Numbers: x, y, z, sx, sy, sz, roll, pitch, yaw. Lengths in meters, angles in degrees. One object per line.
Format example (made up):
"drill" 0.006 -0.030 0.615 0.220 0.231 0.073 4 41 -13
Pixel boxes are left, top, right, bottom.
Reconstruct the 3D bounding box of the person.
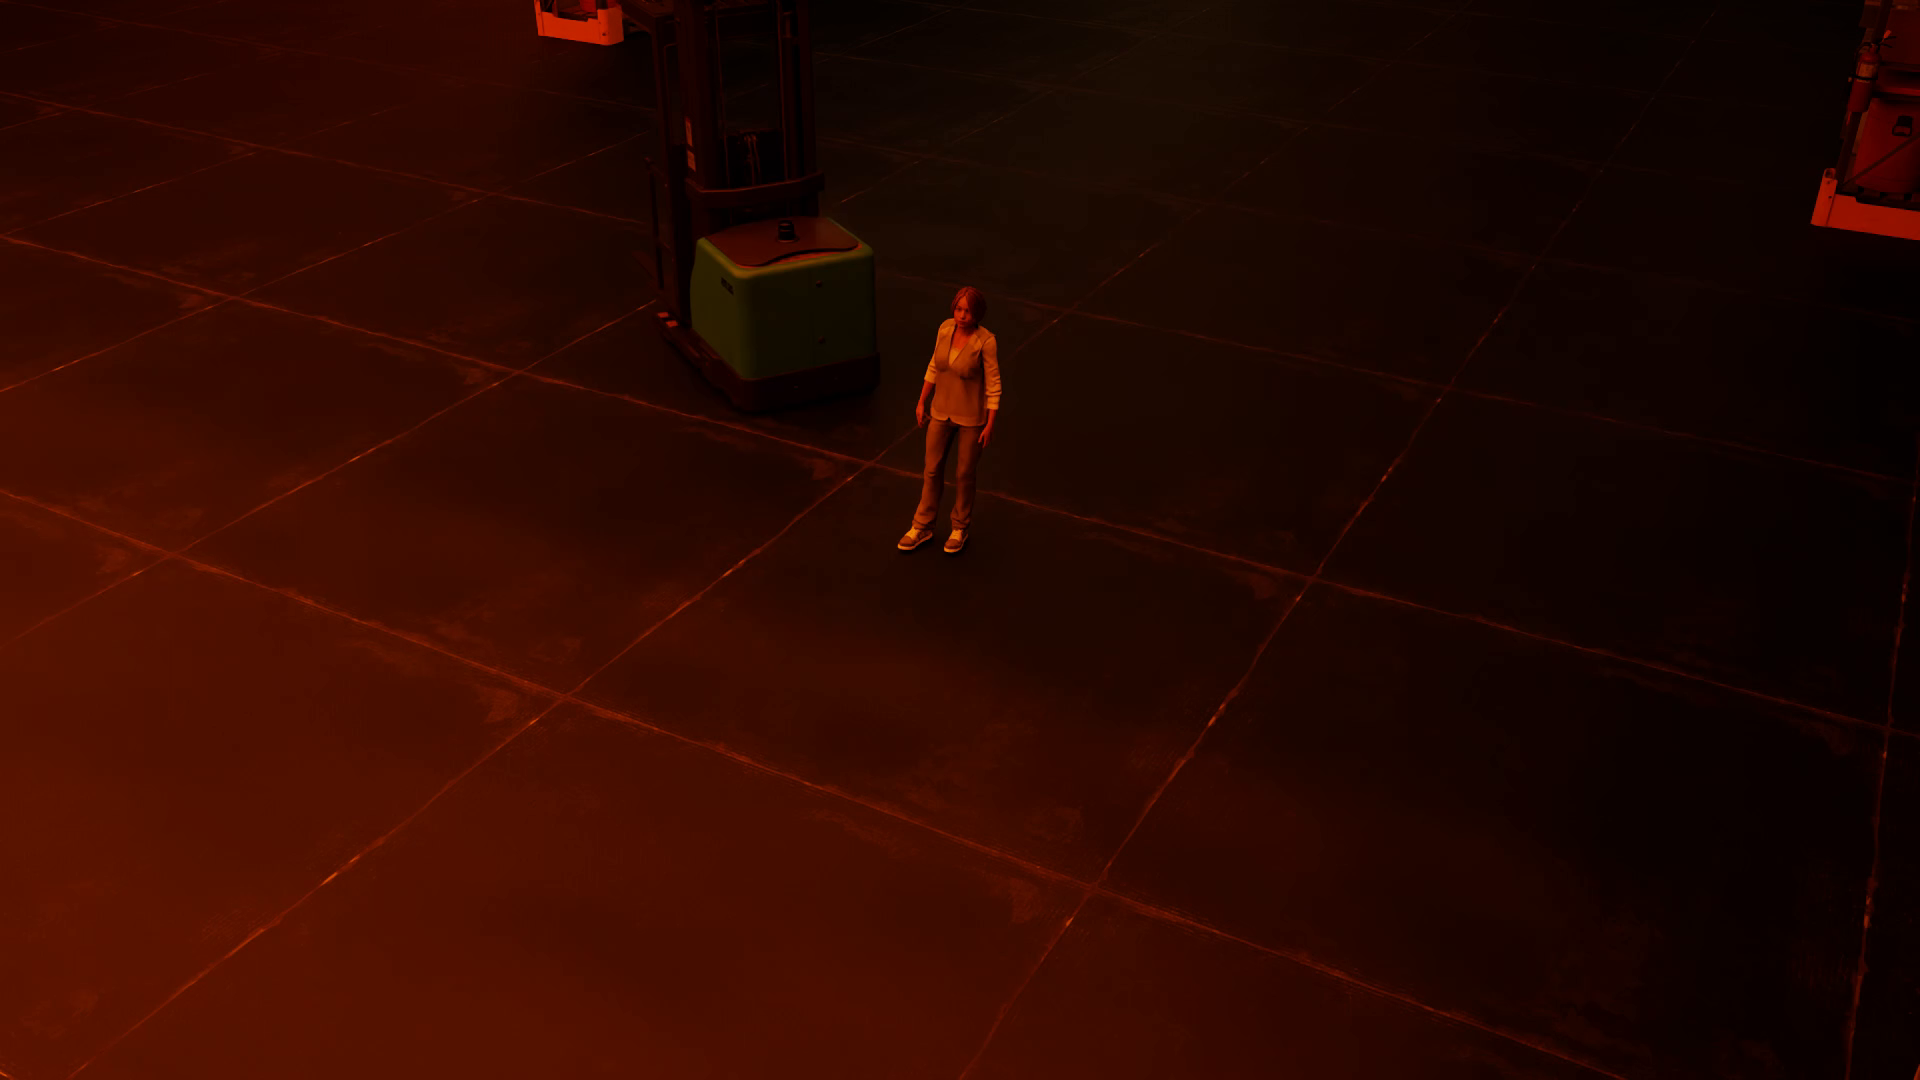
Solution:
"person" -0.048 -0.669 9.550 0.520 1.597 0.475 15 33 25

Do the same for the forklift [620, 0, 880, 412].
"forklift" -1.699 -2.856 12.019 1.130 2.935 3.031 -15 33 -24
